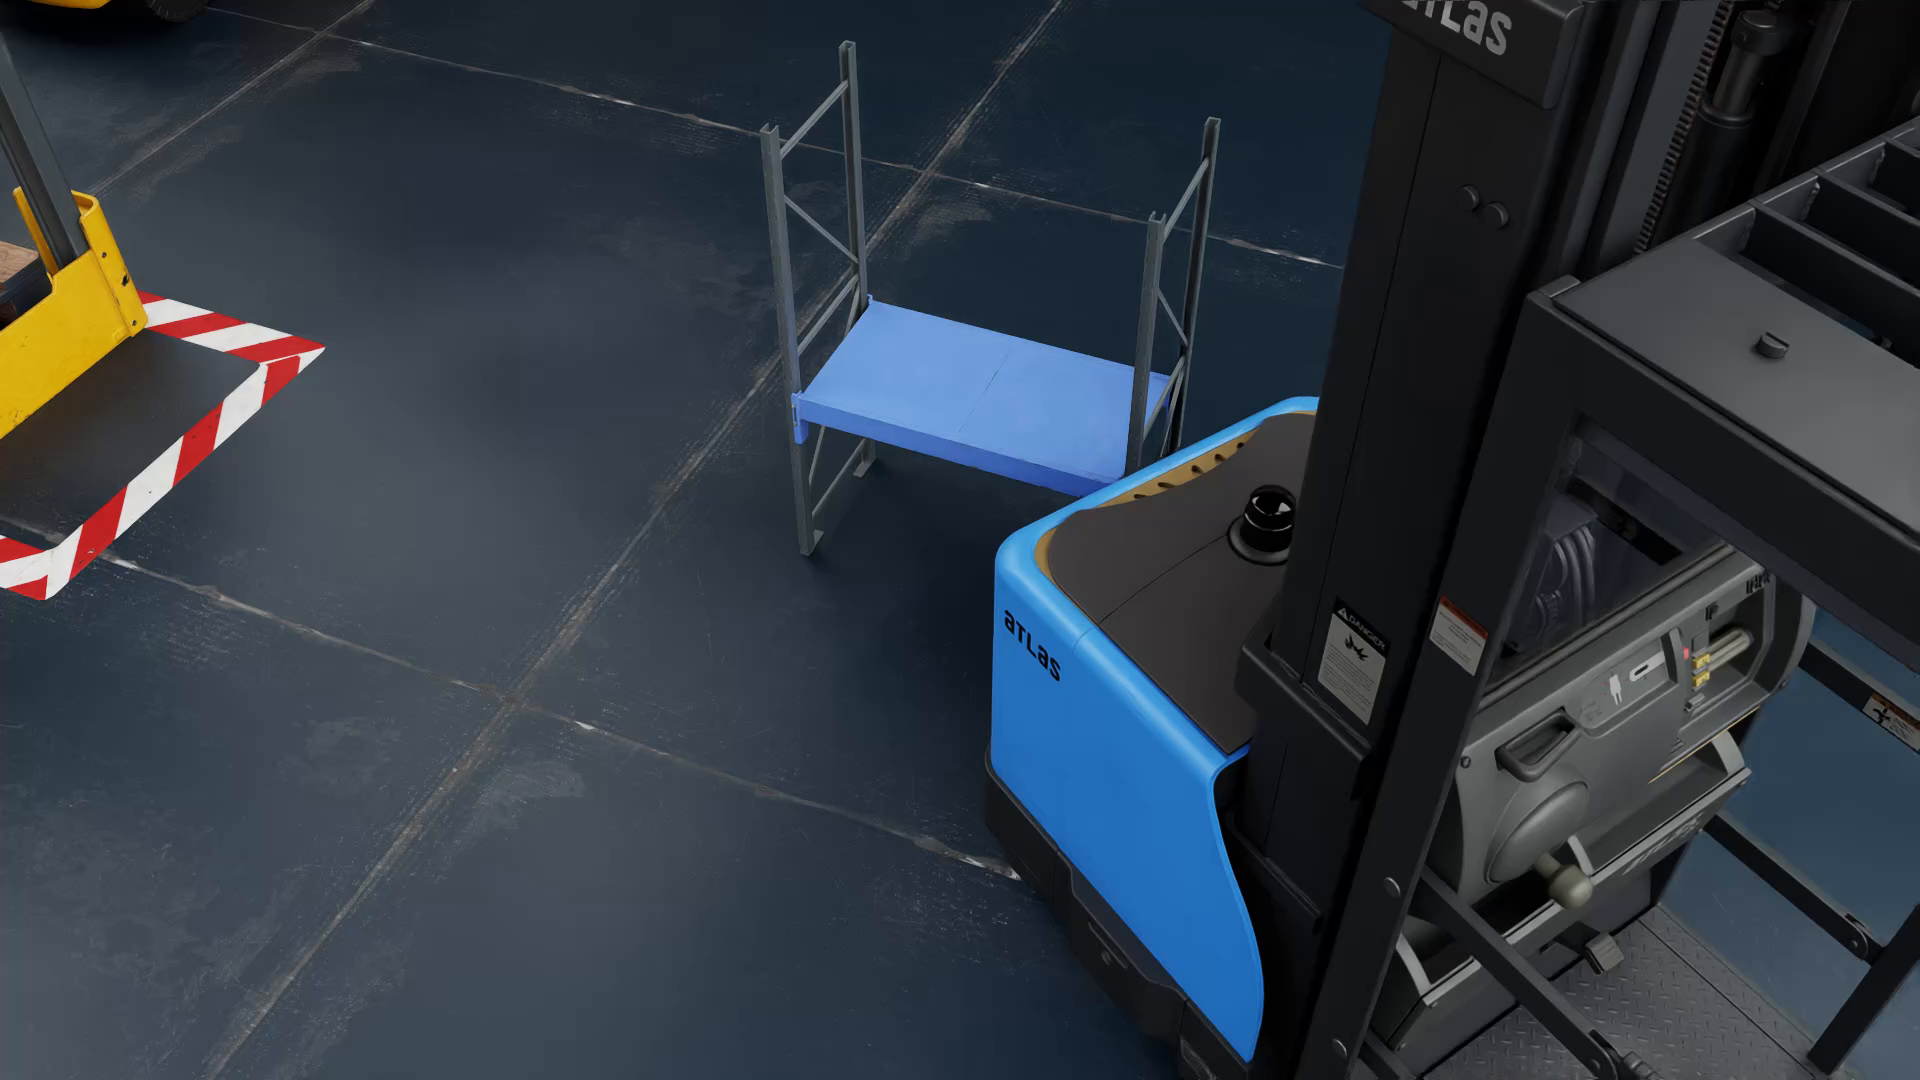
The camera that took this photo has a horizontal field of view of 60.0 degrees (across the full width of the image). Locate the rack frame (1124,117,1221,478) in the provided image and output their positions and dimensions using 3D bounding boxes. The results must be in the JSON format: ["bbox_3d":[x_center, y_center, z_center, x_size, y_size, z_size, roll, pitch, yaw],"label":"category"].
[{"bbox_3d":[0.548,-0.370,4.559,0.032,1.500,0.500,16,47,16],"label":"rack frame"}]

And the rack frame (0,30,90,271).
[{"bbox_3d":[-3.246,-1.521,4.652,0.127,3.000,1.000,16,47,16],"label":"rack frame"}]

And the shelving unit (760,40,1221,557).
[{"bbox_3d":[0.079,-0.508,4.698,1.048,1.500,0.538,16,47,16],"label":"shelving unit"}]

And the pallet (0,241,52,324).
[{"bbox_3d":[-4.052,-0.797,5.901,1.213,0.211,1.003,16,47,16],"label":"pallet"}]

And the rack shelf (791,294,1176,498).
[{"bbox_3d":[0.079,-0.381,4.825,1.000,0.185,0.538,16,47,16],"label":"rack shelf"}]

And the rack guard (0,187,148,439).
[{"bbox_3d":[-3.316,-0.656,5.555,0.348,0.500,1.175,16,47,16],"label":"rack guard"}]

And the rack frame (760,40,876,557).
[{"bbox_3d":[-0.390,-0.647,4.836,0.032,1.500,0.500,16,47,16],"label":"rack frame"}]

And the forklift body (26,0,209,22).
[{"bbox_3d":[-3.790,-3.780,7.524,1.214,2.155,2.313,16,47,16],"label":"forklift body"}]

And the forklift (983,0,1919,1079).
[{"bbox_3d":[1.308,0.392,2.778,1.130,2.935,3.031,-26,50,-24],"label":"forklift"}]
